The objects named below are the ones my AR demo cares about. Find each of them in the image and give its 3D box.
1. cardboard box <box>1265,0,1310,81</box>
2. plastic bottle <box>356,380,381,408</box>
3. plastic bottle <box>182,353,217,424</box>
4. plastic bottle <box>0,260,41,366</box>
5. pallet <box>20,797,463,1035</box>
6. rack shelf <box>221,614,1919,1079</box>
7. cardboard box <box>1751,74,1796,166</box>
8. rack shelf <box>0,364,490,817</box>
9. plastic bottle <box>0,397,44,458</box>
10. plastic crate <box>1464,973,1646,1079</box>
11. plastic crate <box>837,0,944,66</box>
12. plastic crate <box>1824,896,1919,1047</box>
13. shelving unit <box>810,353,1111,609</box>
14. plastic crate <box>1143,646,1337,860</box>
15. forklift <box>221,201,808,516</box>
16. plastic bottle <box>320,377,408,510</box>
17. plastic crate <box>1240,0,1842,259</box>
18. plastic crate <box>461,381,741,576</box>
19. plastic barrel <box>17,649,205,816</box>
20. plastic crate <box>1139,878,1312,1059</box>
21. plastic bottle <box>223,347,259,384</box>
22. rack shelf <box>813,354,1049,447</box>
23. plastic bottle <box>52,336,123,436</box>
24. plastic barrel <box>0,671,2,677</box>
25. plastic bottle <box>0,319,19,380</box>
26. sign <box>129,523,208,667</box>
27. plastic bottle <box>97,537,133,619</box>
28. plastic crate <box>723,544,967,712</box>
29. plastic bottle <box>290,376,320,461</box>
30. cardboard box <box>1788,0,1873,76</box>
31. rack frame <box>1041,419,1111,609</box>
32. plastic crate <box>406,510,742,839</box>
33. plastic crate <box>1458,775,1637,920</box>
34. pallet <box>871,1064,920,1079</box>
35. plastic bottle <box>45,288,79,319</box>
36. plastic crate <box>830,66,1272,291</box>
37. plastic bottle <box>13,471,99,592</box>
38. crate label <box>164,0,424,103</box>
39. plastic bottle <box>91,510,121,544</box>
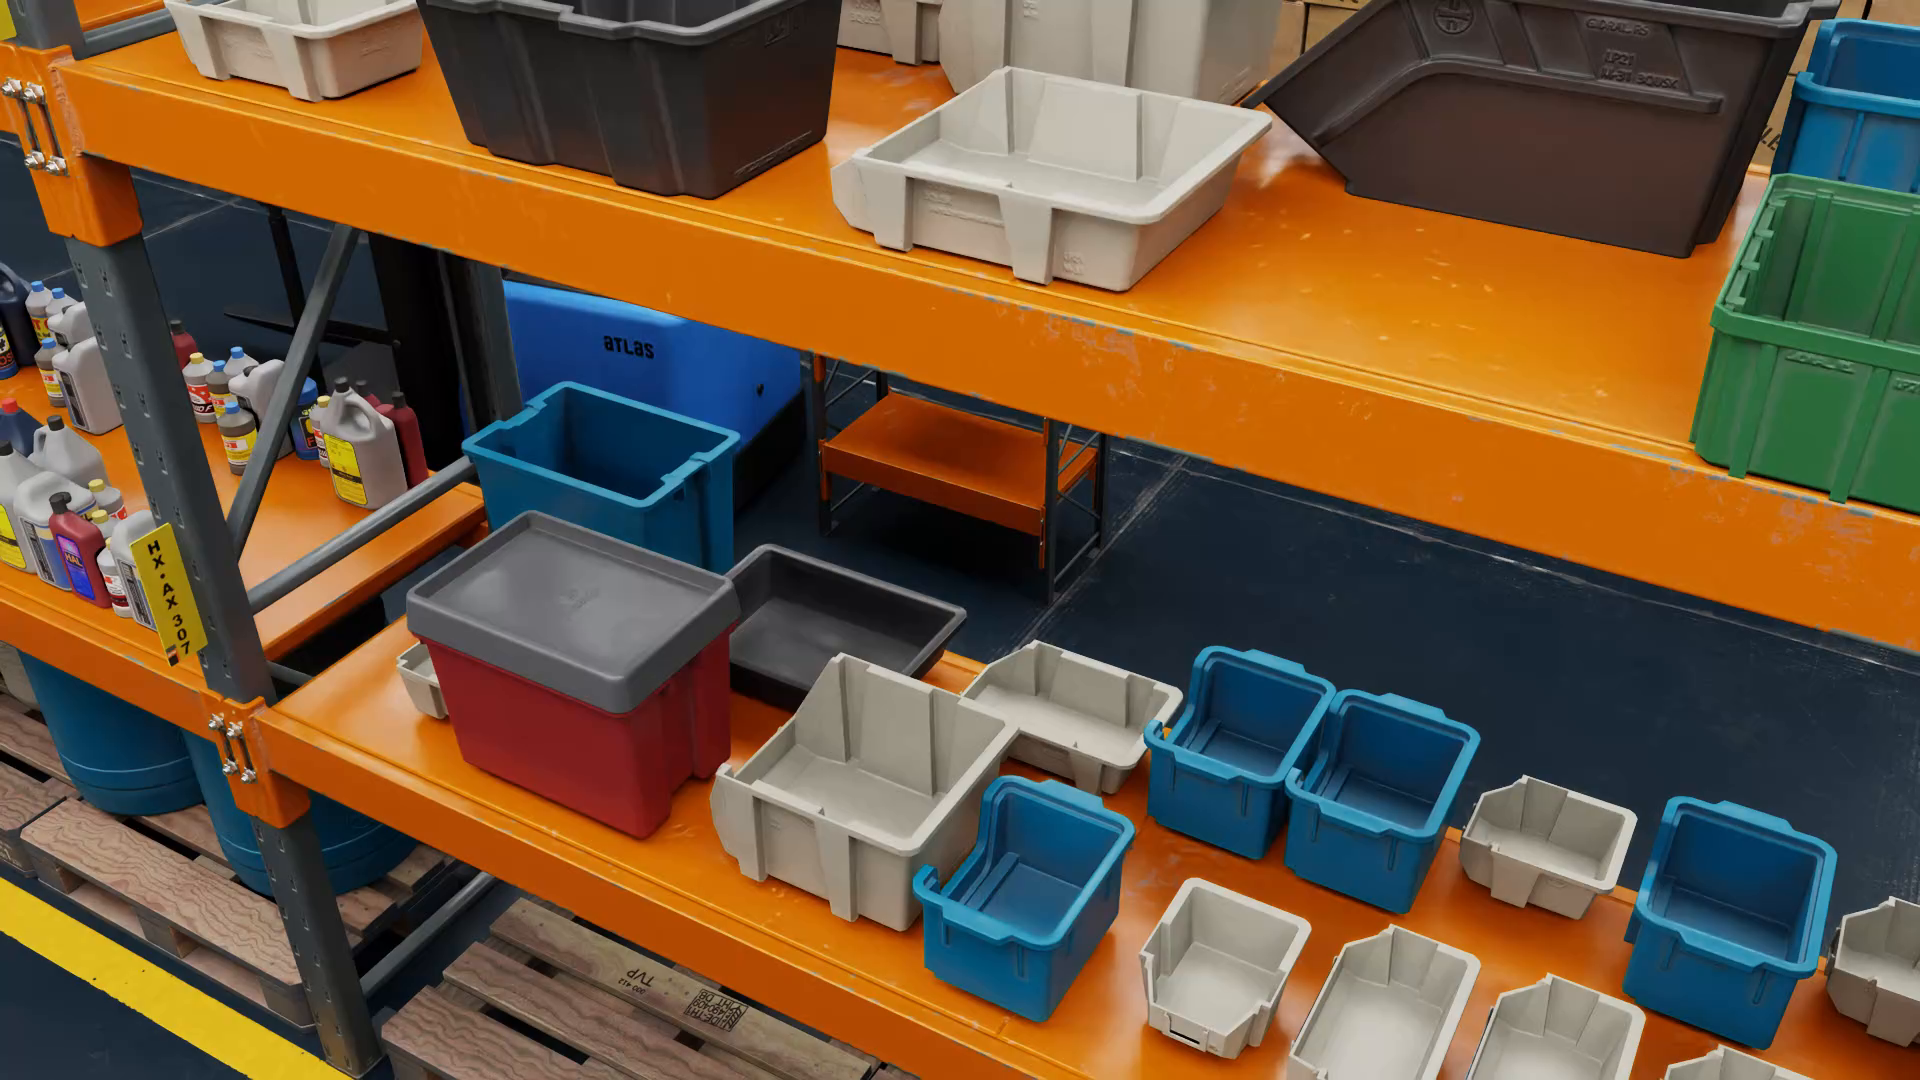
[{"bbox_3d":[1.327,-2.180,7.228,0.500,0.500,0.500,19,38,26],"label":"cardboard box"},{"bbox_3d":[-1.664,-0.322,4.632,0.133,0.283,0.061,18,37,24],"label":"plastic bottle"},{"bbox_3d":[-2.228,-0.455,4.906,0.097,0.201,0.097,0,34,0],"label":"plastic bottle"},{"bbox_3d":[-2.965,-0.735,5.192,0.185,0.351,0.144,18,37,24],"label":"plastic bottle"},{"bbox_3d":[-2.091,0.901,5.206,1.213,0.211,1.003,18,37,24],"label":"pallet"},{"bbox_3d":[0.295,0.822,3.458,4.000,0.370,1.077,18,37,24],"label":"rack shelf"},{"bbox_3d":[3.086,-1.625,6.393,0.500,0.500,0.500,18,38,25],"label":"cardboard box"},{"bbox_3d":[-3.178,-0.278,5.110,4.000,0.370,1.077,18,37,24],"label":"rack shelf"},{"bbox_3d":[-2.491,-0.222,4.422,0.185,0.351,0.144,18,37,24],"label":"plastic bottle"},{"bbox_3d":[0.989,0.934,2.825,0.243,0.136,0.396,18,37,24],"label":"plastic crate"},{"bbox_3d":[-0.148,-0.999,3.076,0.466,0.136,0.293,18,37,24],"label":"plastic crate"},{"bbox_3d":[1.743,0.803,3.021,0.298,0.136,0.250,18,37,24],"label":"plastic crate"},{"bbox_3d":[0.006,-0.466,6.435,1.048,1.125,0.538,18,37,24],"label":"shelving unit"},{"bbox_3d":[0.577,0.446,3.470,0.300,0.233,0.416,18,37,24],"label":"plastic crate"},{"bbox_3d":[-2.242,-1.690,6.644,3.031,2.935,1.130,12,36,17],"label":"forklift"},{"bbox_3d":[-1.621,-0.271,4.495,0.185,0.351,0.144,18,37,24],"label":"plastic bottle"},{"bbox_3d":[0.841,-0.702,2.448,0.767,0.338,0.504,18,37,24],"label":"plastic crate"},{"bbox_3d":[-0.867,-0.081,4.126,0.575,0.384,0.392,18,37,24],"label":"plastic crate"},{"bbox_3d":[-2.520,0.319,5.079,0.708,0.901,0.600,18,37,24],"label":"plastic barrel"},{"bbox_3d":[0.469,0.796,3.032,0.250,0.136,0.298,18,37,24],"label":"plastic crate"},{"bbox_3d":[-2.059,-0.430,4.806,0.097,0.271,0.097,0,34,0],"label":"plastic bottle"},{"bbox_3d":[0.006,-0.710,6.273,1.000,0.278,0.538,18,37,24],"label":"rack shelf"},{"bbox_3d":[-2.534,-0.468,4.858,0.135,0.276,0.152,18,37,24],"label":"plastic bottle"},{"bbox_3d":[-3.501,0.138,5.633,0.708,0.588,0.600,18,37,24],"label":"plastic barrel"},{"bbox_3d":[-2.987,-0.632,5.109,0.097,0.271,0.097,0,34,0],"label":"plastic bottle"},{"bbox_3d":[-1.716,0.122,3.611,0.005,0.325,0.100,18,37,24],"label":"sign"},{"bbox_3d":[-2.058,0.084,4.097,0.097,0.201,0.097,0,34,0],"label":"plastic bottle"},{"bbox_3d":[-0.336,0.241,3.876,0.590,0.125,0.437,18,37,24],"label":"plastic crate"},{"bbox_3d":[-1.858,-0.366,4.710,0.097,0.271,0.097,0,34,0],"label":"plastic bottle"},{"bbox_3d":[3.078,-2.037,6.110,0.500,0.500,0.500,19,38,26],"label":"cardboard box"},{"bbox_3d":[0.447,-0.327,6.226,0.032,1.125,0.500,18,37,24],"label":"rack frame"},{"bbox_3d":[-0.791,0.287,3.500,0.583,0.464,0.402,18,37,24],"label":"plastic crate"},{"bbox_3d":[1.154,0.617,3.302,0.298,0.136,0.250,18,37,24],"label":"plastic crate"},{"bbox_3d":[0.280,1.652,4.079,1.213,0.211,1.003,18,37,24],"label":"pallet"},{"bbox_3d":[-2.747,-0.648,5.133,0.097,0.271,0.097,0,34,0],"label":"plastic bottle"},{"bbox_3d":[0.114,-0.515,2.349,0.530,0.136,0.437,18,37,24],"label":"plastic crate"},{"bbox_3d":[-2.261,-0.029,4.199,0.135,0.276,0.152,18,37,24],"label":"plastic bottle"},{"bbox_3d":[-1.160,-0.893,2.916,0.466,0.136,0.293,18,37,24],"label":"crate label"},{"bbox_3d":[-2.144,0.018,4.196,0.097,0.201,0.097,0,34,0],"label":"plastic bottle"}]
